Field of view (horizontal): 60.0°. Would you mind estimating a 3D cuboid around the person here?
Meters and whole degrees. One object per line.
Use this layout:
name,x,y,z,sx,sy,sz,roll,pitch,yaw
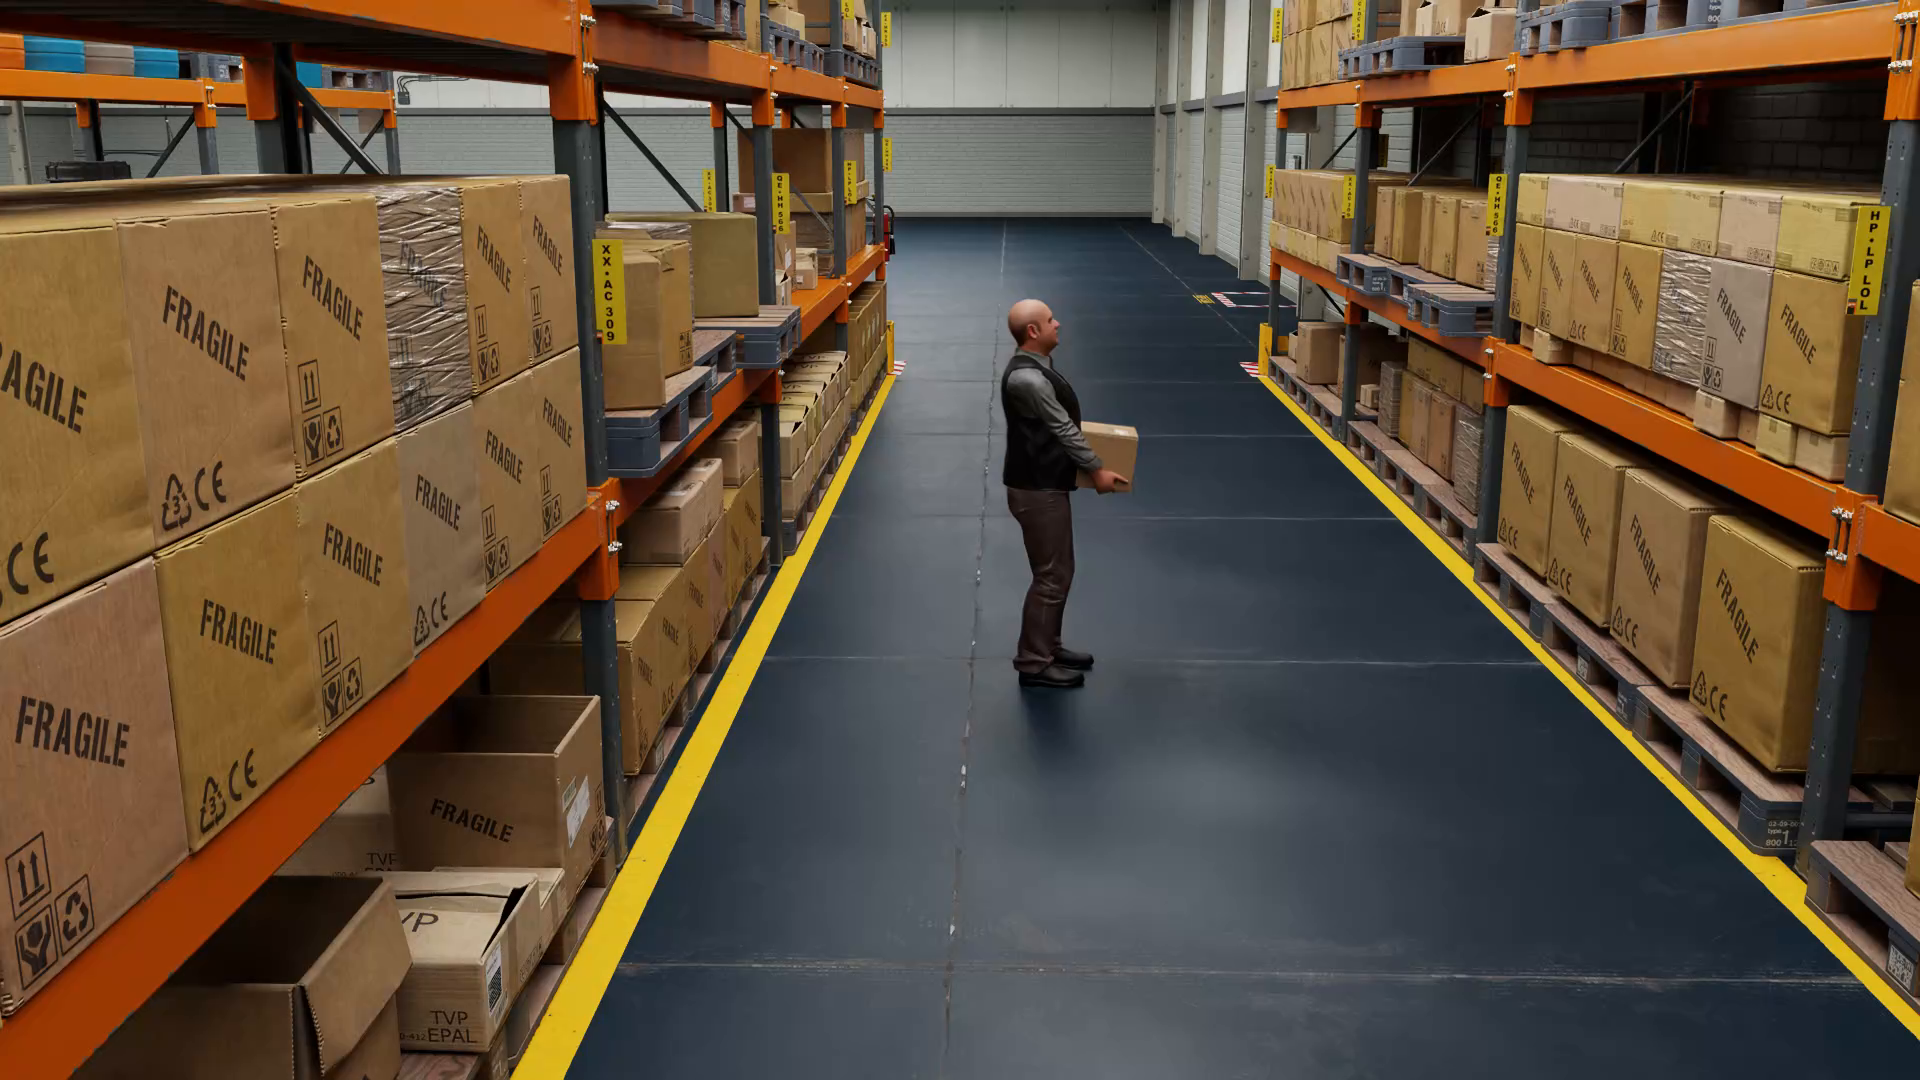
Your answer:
person,0.438,-0.223,7.446,0.529,1.727,0.527,0,14,1
